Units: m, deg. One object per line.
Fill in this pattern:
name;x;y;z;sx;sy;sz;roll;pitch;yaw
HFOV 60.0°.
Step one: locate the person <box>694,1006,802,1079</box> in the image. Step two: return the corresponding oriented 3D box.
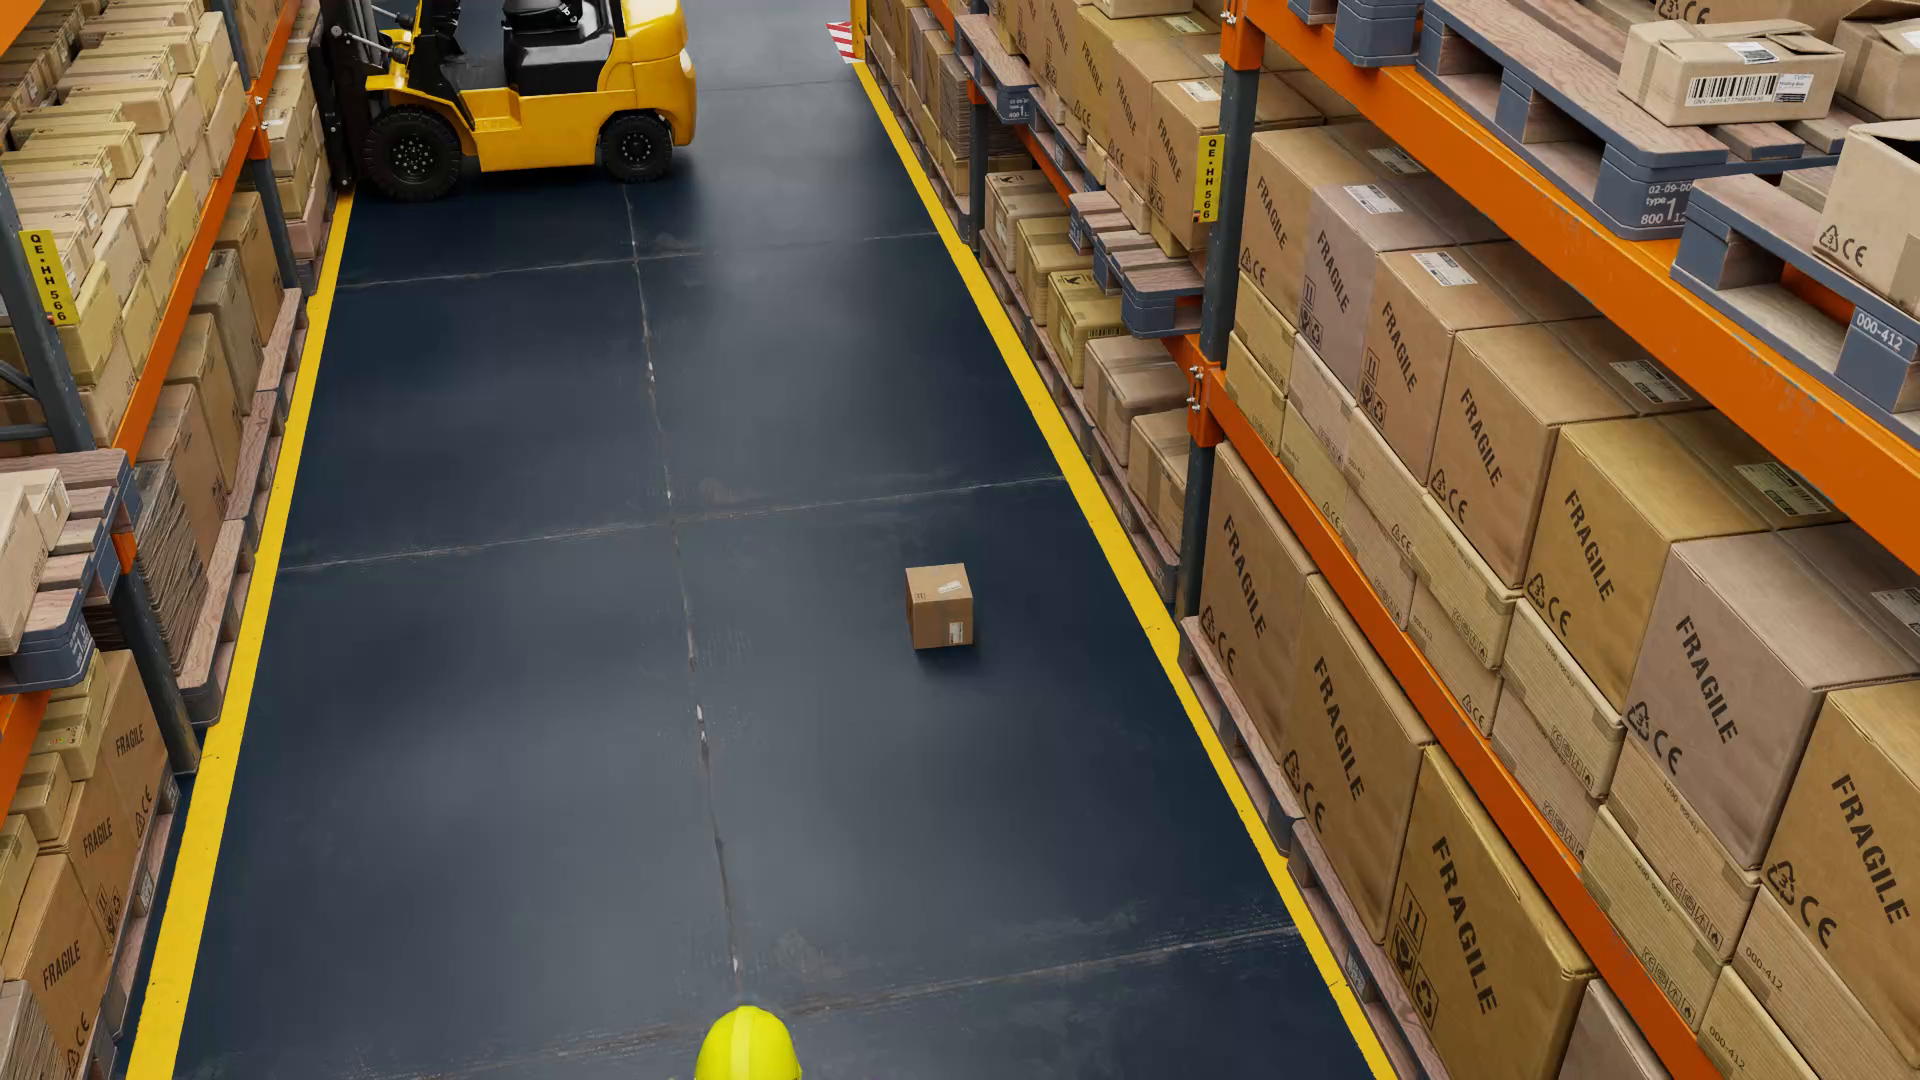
person;-0.448;1.723;3.561;0.580;1.708;1.002;5;34;7
